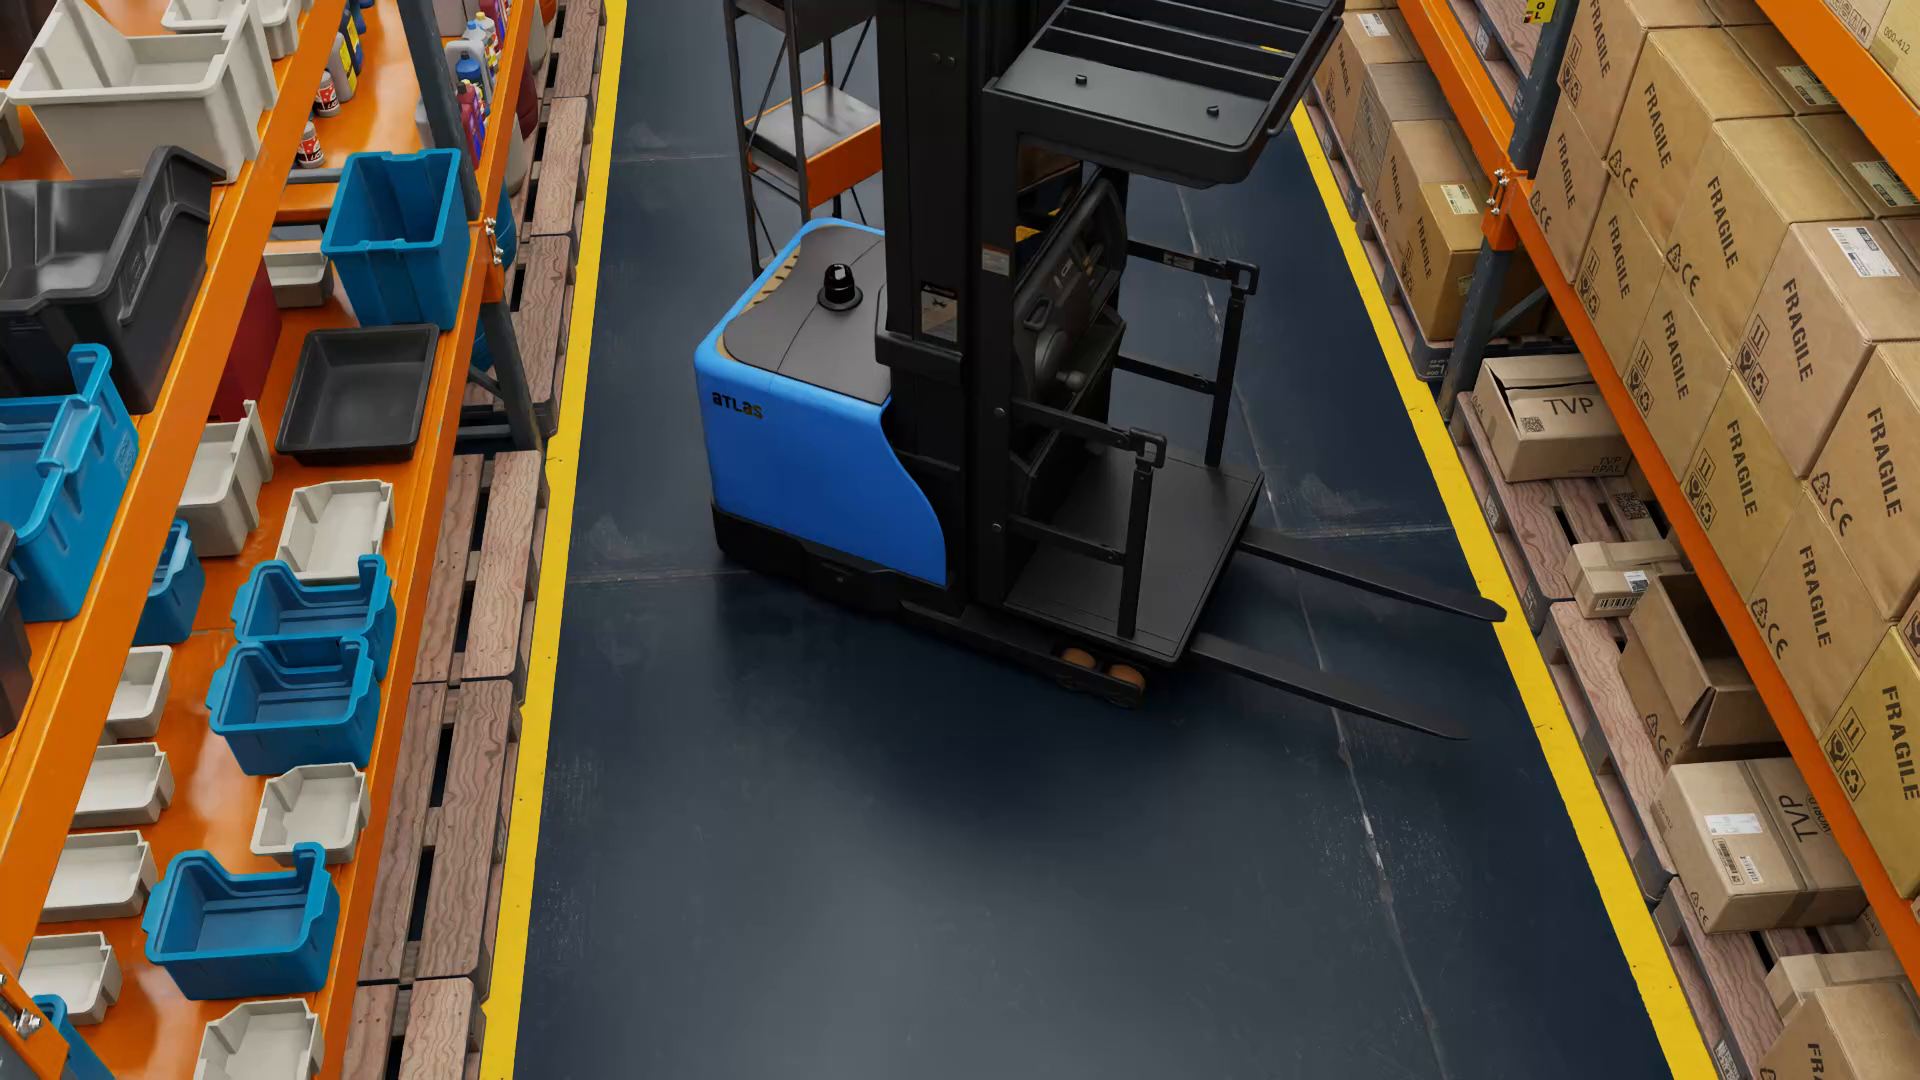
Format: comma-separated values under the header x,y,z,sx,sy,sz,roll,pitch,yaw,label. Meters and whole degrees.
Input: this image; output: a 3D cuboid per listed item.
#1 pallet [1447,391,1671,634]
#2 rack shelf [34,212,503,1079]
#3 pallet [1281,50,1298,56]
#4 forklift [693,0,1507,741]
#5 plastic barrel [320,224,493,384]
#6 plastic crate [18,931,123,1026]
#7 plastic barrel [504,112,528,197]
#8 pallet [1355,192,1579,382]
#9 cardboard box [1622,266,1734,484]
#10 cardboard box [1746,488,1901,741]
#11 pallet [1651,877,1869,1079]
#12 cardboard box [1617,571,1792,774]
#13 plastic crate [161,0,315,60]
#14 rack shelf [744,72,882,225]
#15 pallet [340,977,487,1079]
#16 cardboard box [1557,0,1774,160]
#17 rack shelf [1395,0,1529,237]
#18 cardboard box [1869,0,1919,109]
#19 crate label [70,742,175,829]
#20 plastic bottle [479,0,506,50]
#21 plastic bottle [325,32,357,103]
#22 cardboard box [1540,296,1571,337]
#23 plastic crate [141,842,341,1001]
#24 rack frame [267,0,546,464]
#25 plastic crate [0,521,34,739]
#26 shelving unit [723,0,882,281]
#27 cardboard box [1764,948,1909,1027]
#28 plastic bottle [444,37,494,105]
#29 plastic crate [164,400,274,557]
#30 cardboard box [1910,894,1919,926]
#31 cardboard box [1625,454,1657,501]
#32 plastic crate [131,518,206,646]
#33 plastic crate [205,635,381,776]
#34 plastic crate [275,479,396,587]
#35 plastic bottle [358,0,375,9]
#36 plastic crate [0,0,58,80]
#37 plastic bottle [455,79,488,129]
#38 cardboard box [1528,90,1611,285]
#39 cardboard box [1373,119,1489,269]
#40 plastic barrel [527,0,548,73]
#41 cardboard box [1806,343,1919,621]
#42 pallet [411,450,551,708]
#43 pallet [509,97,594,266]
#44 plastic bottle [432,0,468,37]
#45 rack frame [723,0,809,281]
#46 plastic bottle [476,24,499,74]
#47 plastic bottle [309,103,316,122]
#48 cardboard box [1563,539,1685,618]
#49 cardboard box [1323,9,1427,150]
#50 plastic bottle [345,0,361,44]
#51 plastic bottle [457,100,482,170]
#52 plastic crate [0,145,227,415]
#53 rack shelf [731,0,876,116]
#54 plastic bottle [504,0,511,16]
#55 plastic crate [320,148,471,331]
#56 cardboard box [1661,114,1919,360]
x,y,z,sx,sy,sz,roll,pitch,yaw,label
2.697,-0.168,6.901,1.003,0.211,1.213,-3,47,-3,pallet
-2.129,0.369,4.967,1.077,0.370,4.000,-3,47,-3,rack shelf
2.330,-3.017,9.598,1.003,0.211,1.213,-3,47,-3,pallet
0.567,-0.820,5.645,3.031,2.935,1.130,18,49,17,forklift
-2.325,-1.143,7.059,0.600,0.901,0.708,-3,47,-3,plastic barrel
-2.210,1.059,3.958,0.396,0.136,0.243,-3,47,-3,plastic crate
-2.342,-1.936,8.078,0.421,0.512,0.421,0,47,0,plastic barrel
2.534,-1.251,7.926,1.003,0.211,1.213,-3,47,-3,pallet
2.497,-0.541,5.264,0.500,0.500,0.500,-4,47,-4,cardboard box
2.583,0.192,4.570,0.500,0.500,0.500,-3,47,-3,cardboard box
2.901,1.597,5.229,1.003,0.211,1.213,-3,47,-3,pallet
2.802,0.442,5.818,0.797,0.503,0.637,-3,47,-3,cardboard box
-1.811,-1.369,4.233,0.293,0.136,0.466,-3,47,-3,plastic crate
-0.587,-1.552,6.928,0.431,0.518,0.480,35,56,29,rack shelf
-1.992,1.928,4.915,1.003,0.211,1.213,-3,47,-3,pallet
2.399,-1.644,5.620,0.500,0.500,0.500,-2,47,-2,cardboard box
2.473,-2.824,7.990,1.077,0.370,4.000,-3,47,-3,rack shelf
2.558,-1.152,3.949,0.500,0.250,0.500,-3,47,-3,cardboard box
-2.268,0.649,4.346,0.396,0.136,0.243,-3,47,-3,crate label
-1.976,-2.219,7.003,0.061,0.283,0.133,-3,47,-3,plastic bottle
-2.556,-1.963,6.713,0.144,0.351,0.185,-3,47,-3,plastic bottle
2.842,-1.281,7.452,0.500,0.500,0.500,-5,47,-5,cardboard box
-1.709,0.930,4.013,0.416,0.233,0.300,-3,47,-3,plastic crate
-2.296,-1.326,6.076,1.000,3.000,0.127,-3,47,-3,rack frame
-1.716,0.286,2.573,0.497,0.269,0.590,-3,47,-3,plastic crate
-0.587,-1.561,6.918,0.431,2.100,0.503,35,56,29,shelving unit
2.740,1.416,5.128,0.380,0.166,0.250,-3,47,-3,cardboard box
-1.986,-1.906,6.711,0.152,0.276,0.135,-3,47,-3,plastic bottle
-2.352,-0.190,5.040,0.437,0.282,0.530,-3,47,-3,plastic crate
2.666,0.928,3.873,0.500,0.500,0.500,-2,47,-2,cardboard box
2.970,-0.521,6.732,0.500,0.500,0.500,-3,47,-3,cardboard box
-2.389,0.135,4.767,0.416,0.233,0.300,-3,47,-3,plastic crate
-1.764,0.454,4.465,0.416,0.233,0.300,-3,47,-3,plastic crate
-1.851,-0.014,4.974,0.293,0.136,0.466,-3,47,-3,plastic crate
-2.632,-2.462,7.241,0.097,0.271,0.097,0,47,0,plastic bottle
-2.465,-1.397,4.168,0.497,0.269,0.590,-3,47,-3,plastic crate
-1.941,-1.728,6.593,0.097,0.201,0.097,0,47,0,plastic bottle
2.411,-1.273,5.957,0.500,0.500,0.500,-2,47,-2,cardboard box
2.280,-1.614,7.767,0.500,0.500,0.500,-3,47,-3,cardboard box
-2.437,-2.753,8.852,0.421,0.512,0.421,0,47,0,plastic barrel
2.572,-0.154,4.209,0.500,0.500,0.500,-2,47,-2,cardboard box
-2.196,0.163,6.587,1.003,0.211,1.213,-3,47,-3,pallet
-2.425,-1.812,8.458,1.003,0.211,1.213,-3,47,-3,pallet
-2.184,-2.302,7.086,0.152,0.276,0.135,-3,47,-3,plastic bottle
-0.758,-1.435,6.797,0.400,2.100,0.015,35,56,29,rack frame
-1.977,-2.036,6.886,0.097,0.201,0.097,0,47,0,plastic bottle
-2.682,-1.813,6.623,0.152,0.276,0.135,-3,47,-3,plastic bottle
2.542,0.141,6.335,0.380,0.166,0.250,-3,47,-3,cardboard box
2.194,-2.344,8.459,0.500,0.500,0.500,-5,47,-5,cardboard box
-2.601,-2.197,6.990,0.097,0.271,0.097,0,47,0,plastic bottle
-1.902,-1.577,6.394,0.061,0.283,0.133,-3,47,-3,plastic bottle
-1.815,-0.564,3.331,0.504,0.338,0.767,-3,47,-3,plastic crate
-0.586,-2.034,6.421,0.431,0.518,0.480,35,56,29,rack shelf
-2.015,-2.371,7.203,0.097,0.201,0.097,0,47,0,plastic bottle
-1.917,-1.024,5.760,0.392,0.384,0.575,-3,47,-3,plastic crate
2.485,-0.899,4.915,0.500,0.500,0.500,-5,47,-4,cardboard box
